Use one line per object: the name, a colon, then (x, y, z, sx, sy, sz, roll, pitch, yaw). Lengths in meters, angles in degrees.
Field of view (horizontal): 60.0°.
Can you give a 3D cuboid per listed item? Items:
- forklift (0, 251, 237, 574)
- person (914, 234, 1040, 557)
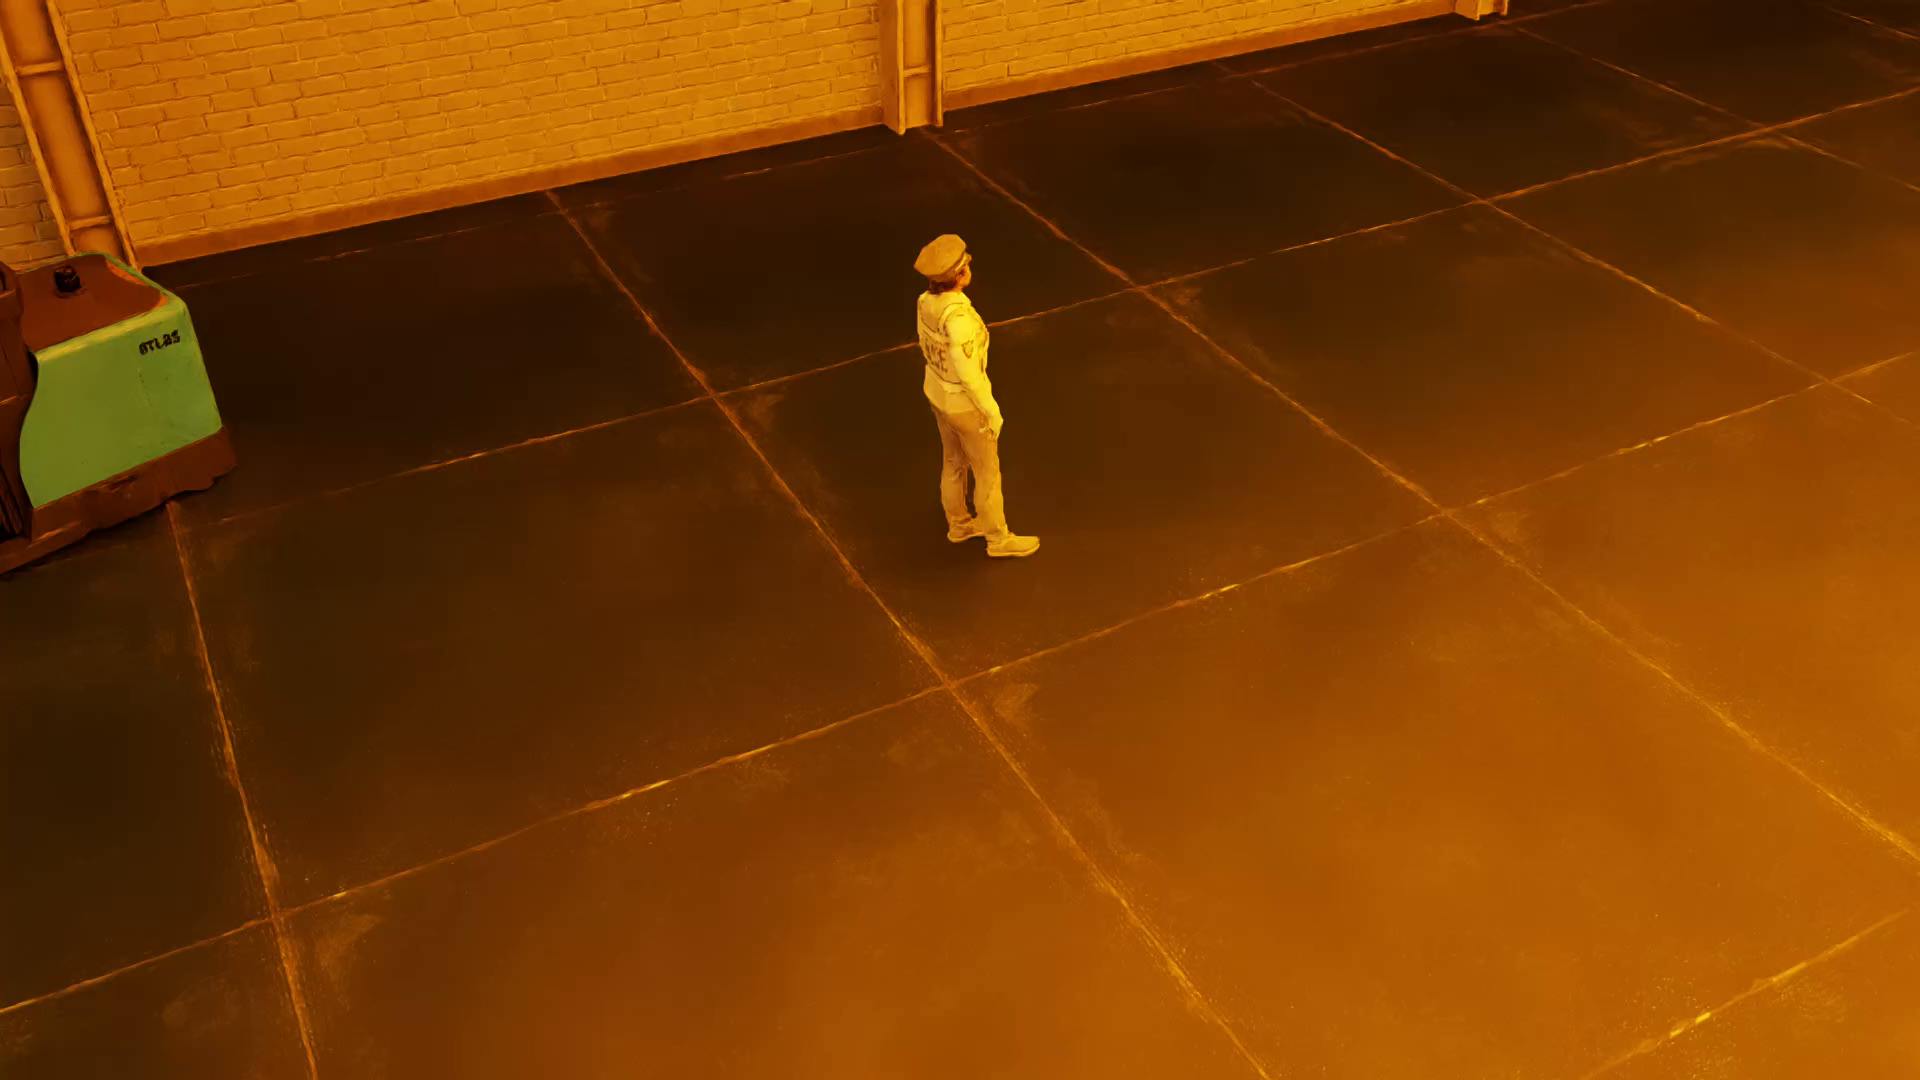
forklift: (-5.329, -1.101, 7.681, 1.130, 2.935, 3.031, 27, 44, 33)
person: (0.063, -0.713, 8.190, 0.533, 1.695, 0.586, -17, 39, -23)
